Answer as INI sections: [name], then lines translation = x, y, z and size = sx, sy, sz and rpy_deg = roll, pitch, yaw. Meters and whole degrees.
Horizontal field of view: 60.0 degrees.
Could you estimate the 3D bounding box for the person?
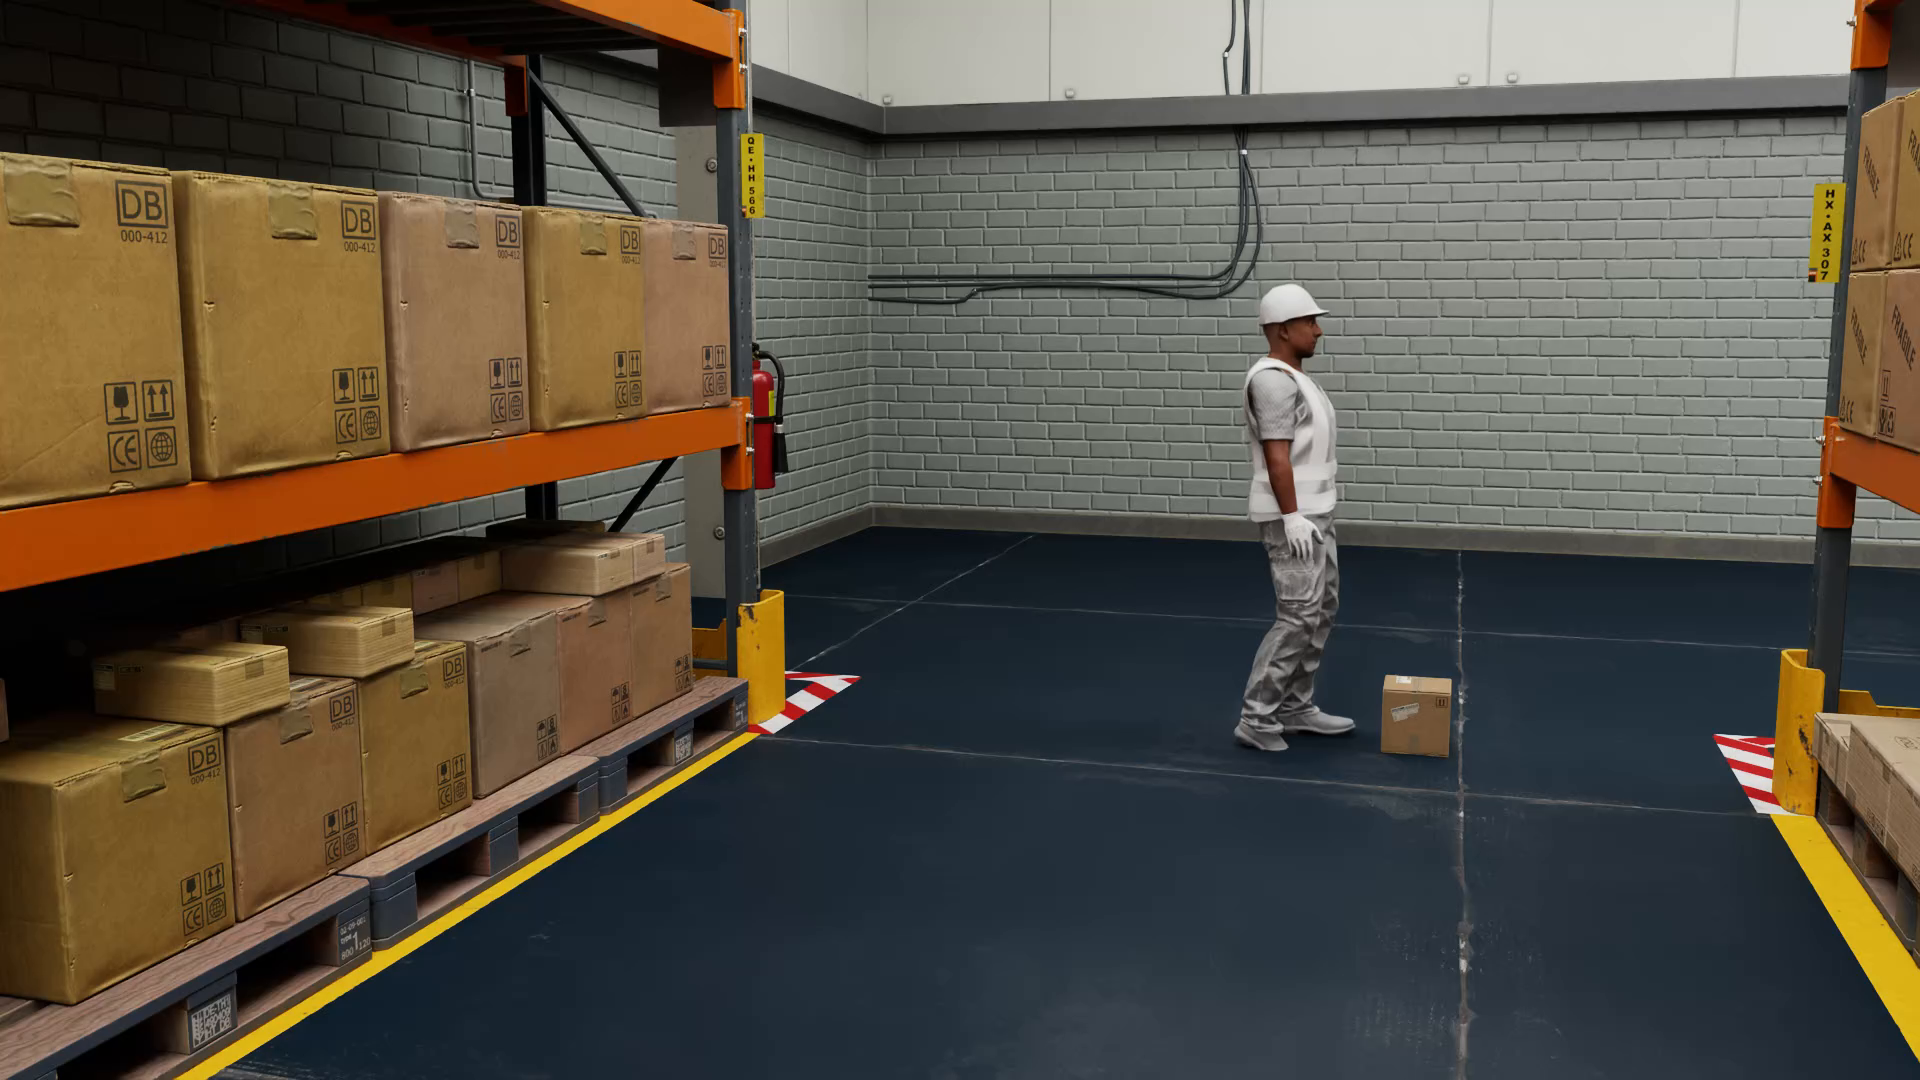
[person]
translation = 1.325, -0.065, 6.459
size = 0.450, 1.834, 0.554
rpy_deg = 3, 9, 17
